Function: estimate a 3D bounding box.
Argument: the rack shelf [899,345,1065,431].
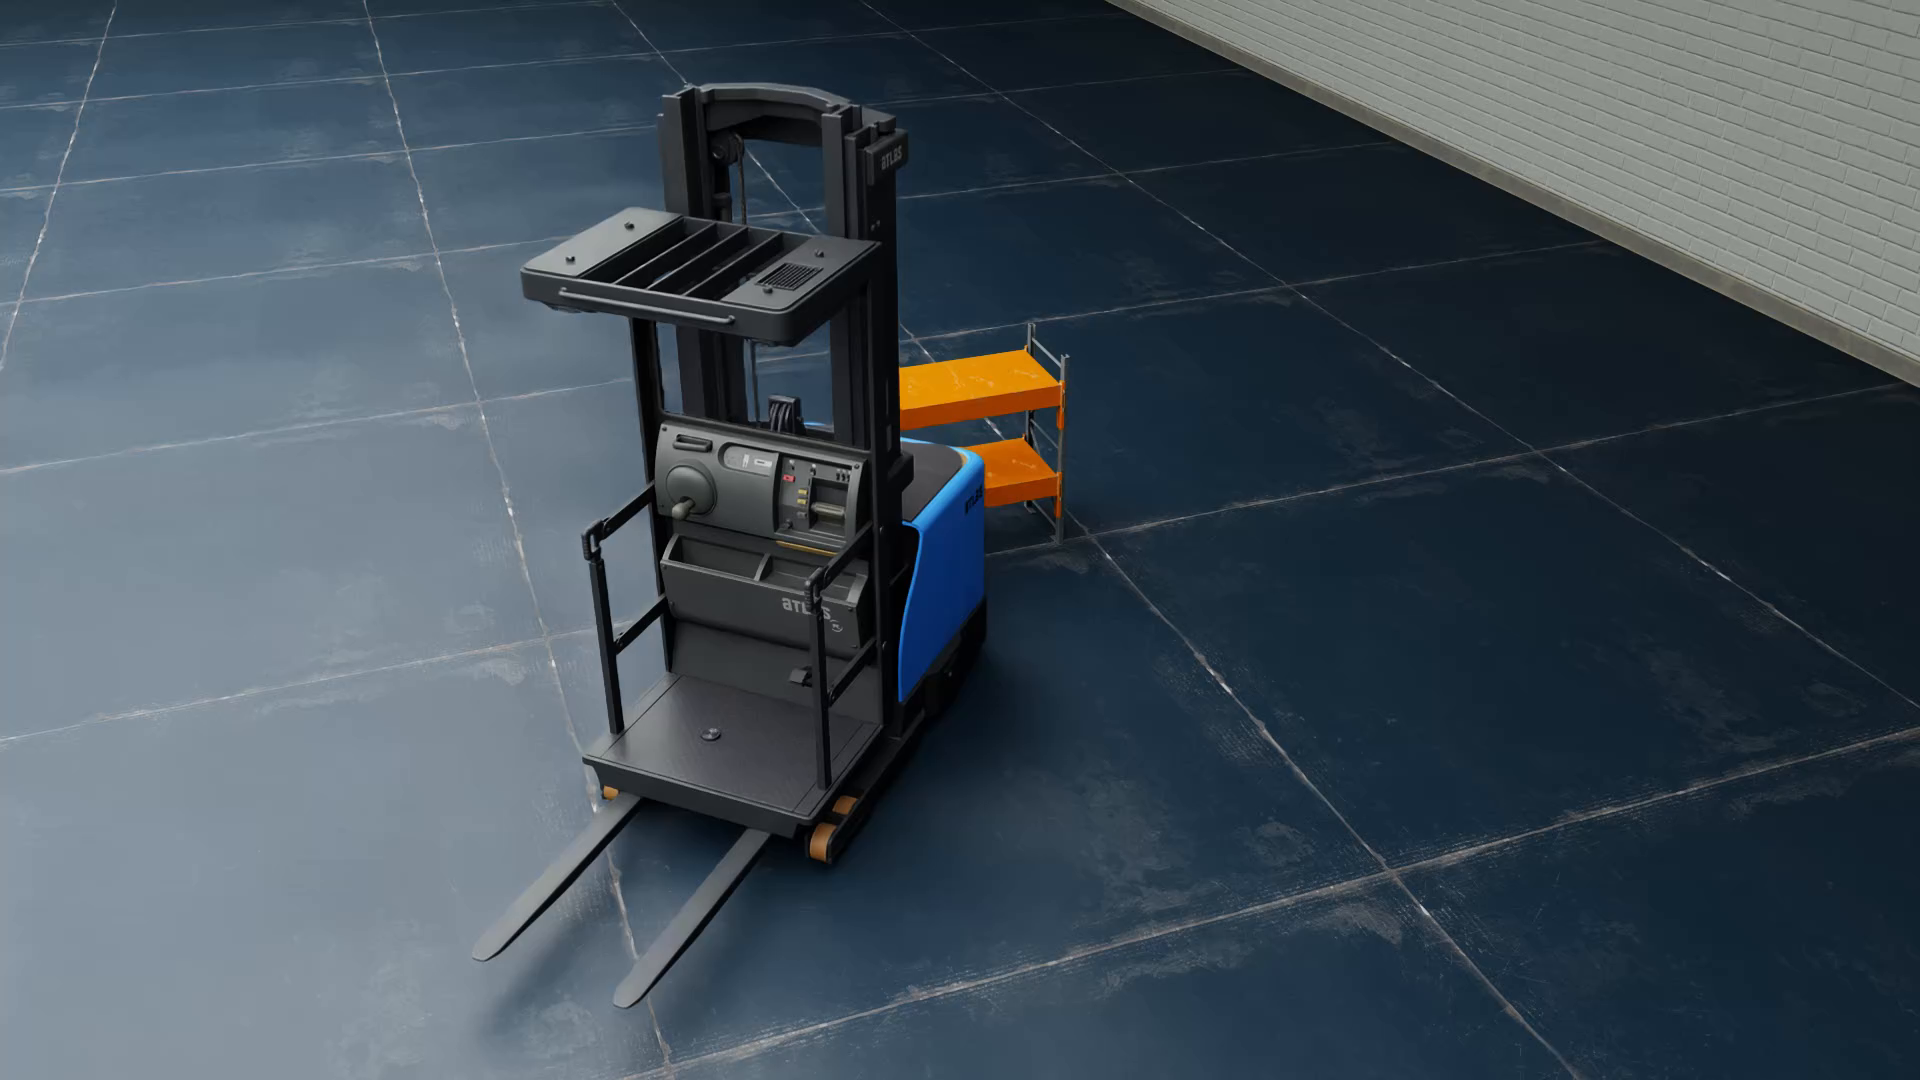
[{"bbox_3d":[-0.006,-0.742,8.825,1.000,0.278,0.538,-10,31,-18],"label":"rack shelf"}]

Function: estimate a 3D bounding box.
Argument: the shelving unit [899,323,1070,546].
[{"bbox_3d":[-0.006,-0.488,8.969,1.048,1.125,0.538,-10,31,-18],"label":"shelving unit"}]

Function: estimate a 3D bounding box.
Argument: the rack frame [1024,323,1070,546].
[{"bbox_3d":[0.470,-0.575,9.124,0.032,1.125,0.500,-10,31,-18],"label":"rack frame"}]

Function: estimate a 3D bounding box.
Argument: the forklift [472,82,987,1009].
[{"bbox_3d":[-0.905,-0.175,6.596,1.130,2.935,3.031,12,32,20],"label":"forklift"}]

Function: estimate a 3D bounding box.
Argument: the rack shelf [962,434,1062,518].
[{"bbox_3d":[-0.006,-0.275,9.091,1.000,0.278,0.538,-10,31,-18],"label":"rack shelf"}]
